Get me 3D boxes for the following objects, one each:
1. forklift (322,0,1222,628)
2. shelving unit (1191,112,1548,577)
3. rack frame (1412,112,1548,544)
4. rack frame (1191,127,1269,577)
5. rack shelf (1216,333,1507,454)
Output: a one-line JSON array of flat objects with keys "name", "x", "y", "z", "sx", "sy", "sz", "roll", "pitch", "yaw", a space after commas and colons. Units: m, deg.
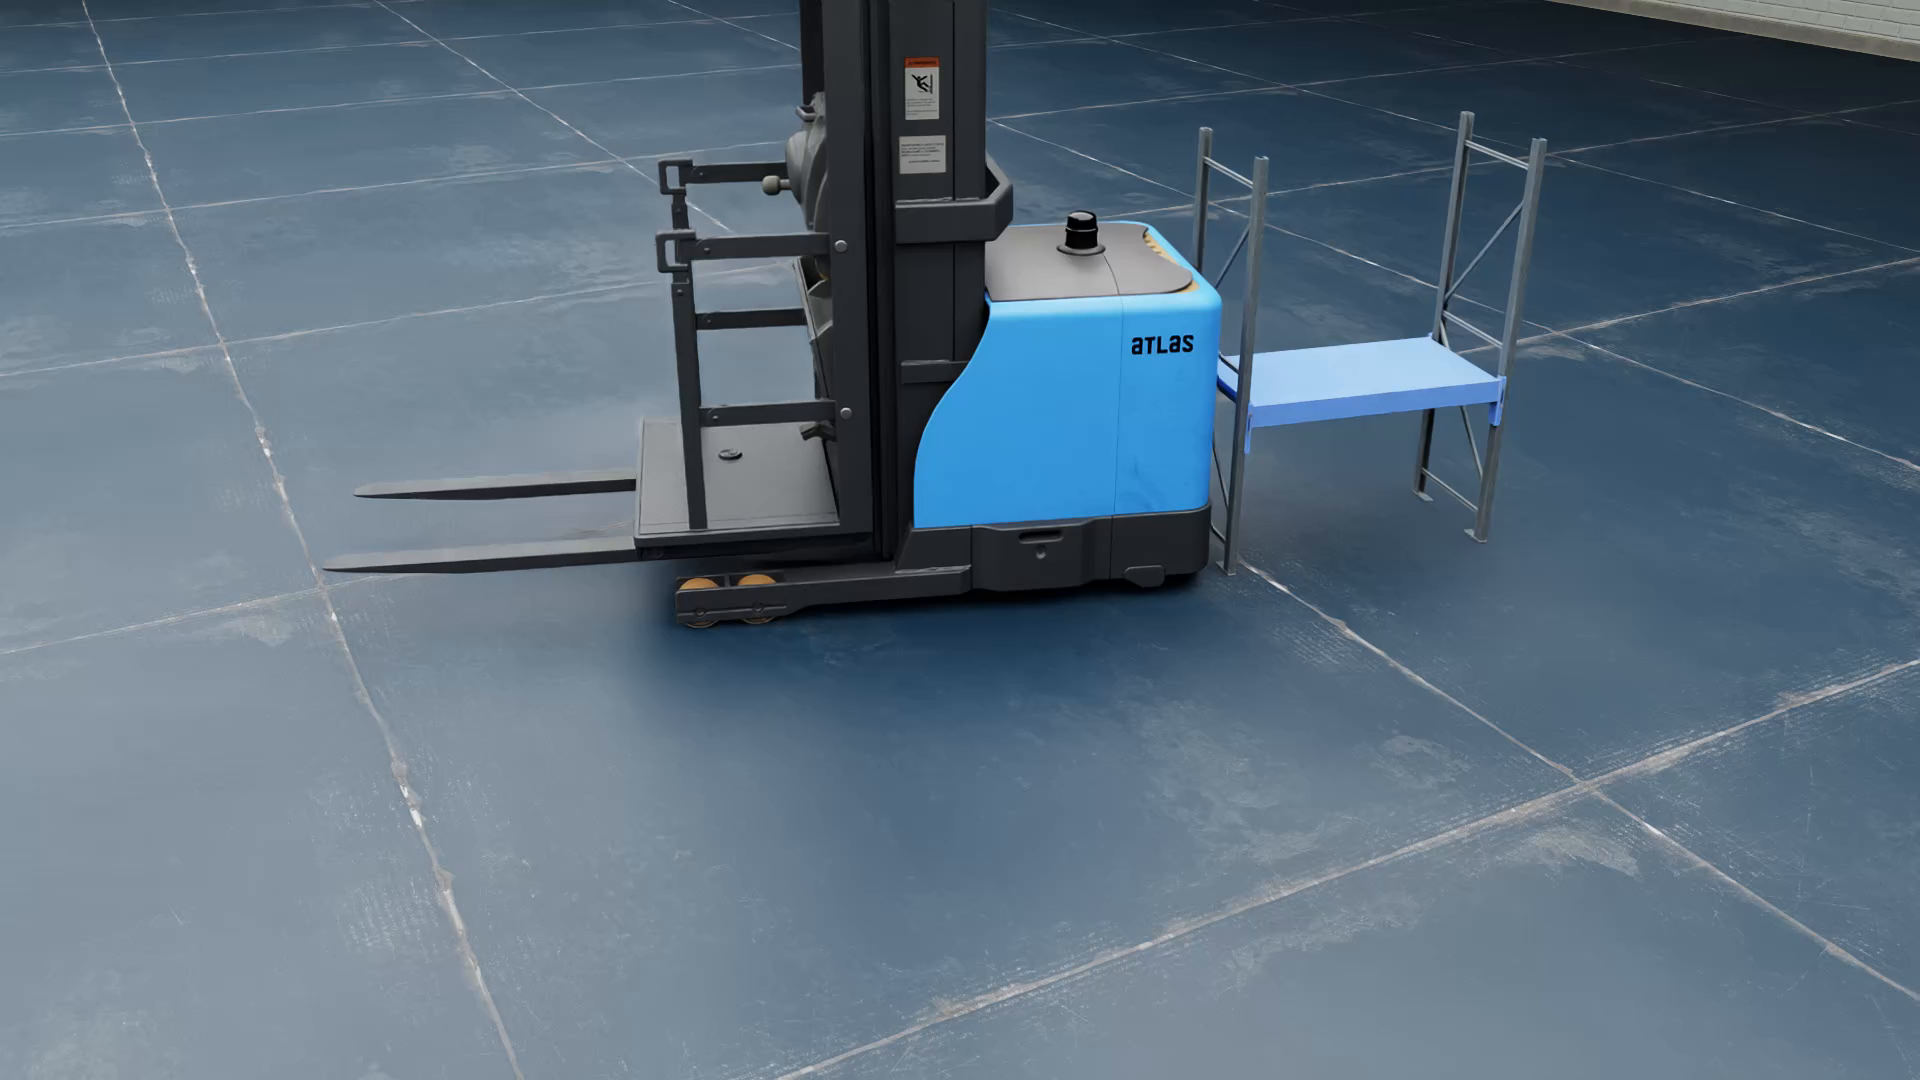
[{"name": "forklift", "x": -0.680, "y": -1.268, "z": 5.504, "sx": 3.031, "sy": 2.935, "sz": 1.130, "roll": -4, "pitch": 26, "yaw": -8}, {"name": "shelving unit", "x": 1.400, "y": -0.708, "z": 5.992, "sx": 1.048, "sy": 1.500, "sz": 0.538, "roll": -7, "pitch": 26, "yaw": -14}, {"name": "rack frame", "x": 1.890, "y": -0.767, "z": 6.115, "sx": 0.032, "sy": 1.500, "sz": 0.500, "roll": -7, "pitch": 26, "yaw": -14}, {"name": "rack frame", "x": 0.910, "y": -0.649, "z": 5.870, "sx": 0.032, "sy": 1.500, "sz": 0.500, "roll": -7, "pitch": 26, "yaw": -14}, {"name": "rack shelf", "x": 1.400, "y": -0.546, "z": 6.070, "sx": 1.000, "sy": 0.185, "sz": 0.538, "roll": -7, "pitch": 26, "yaw": -14}]
